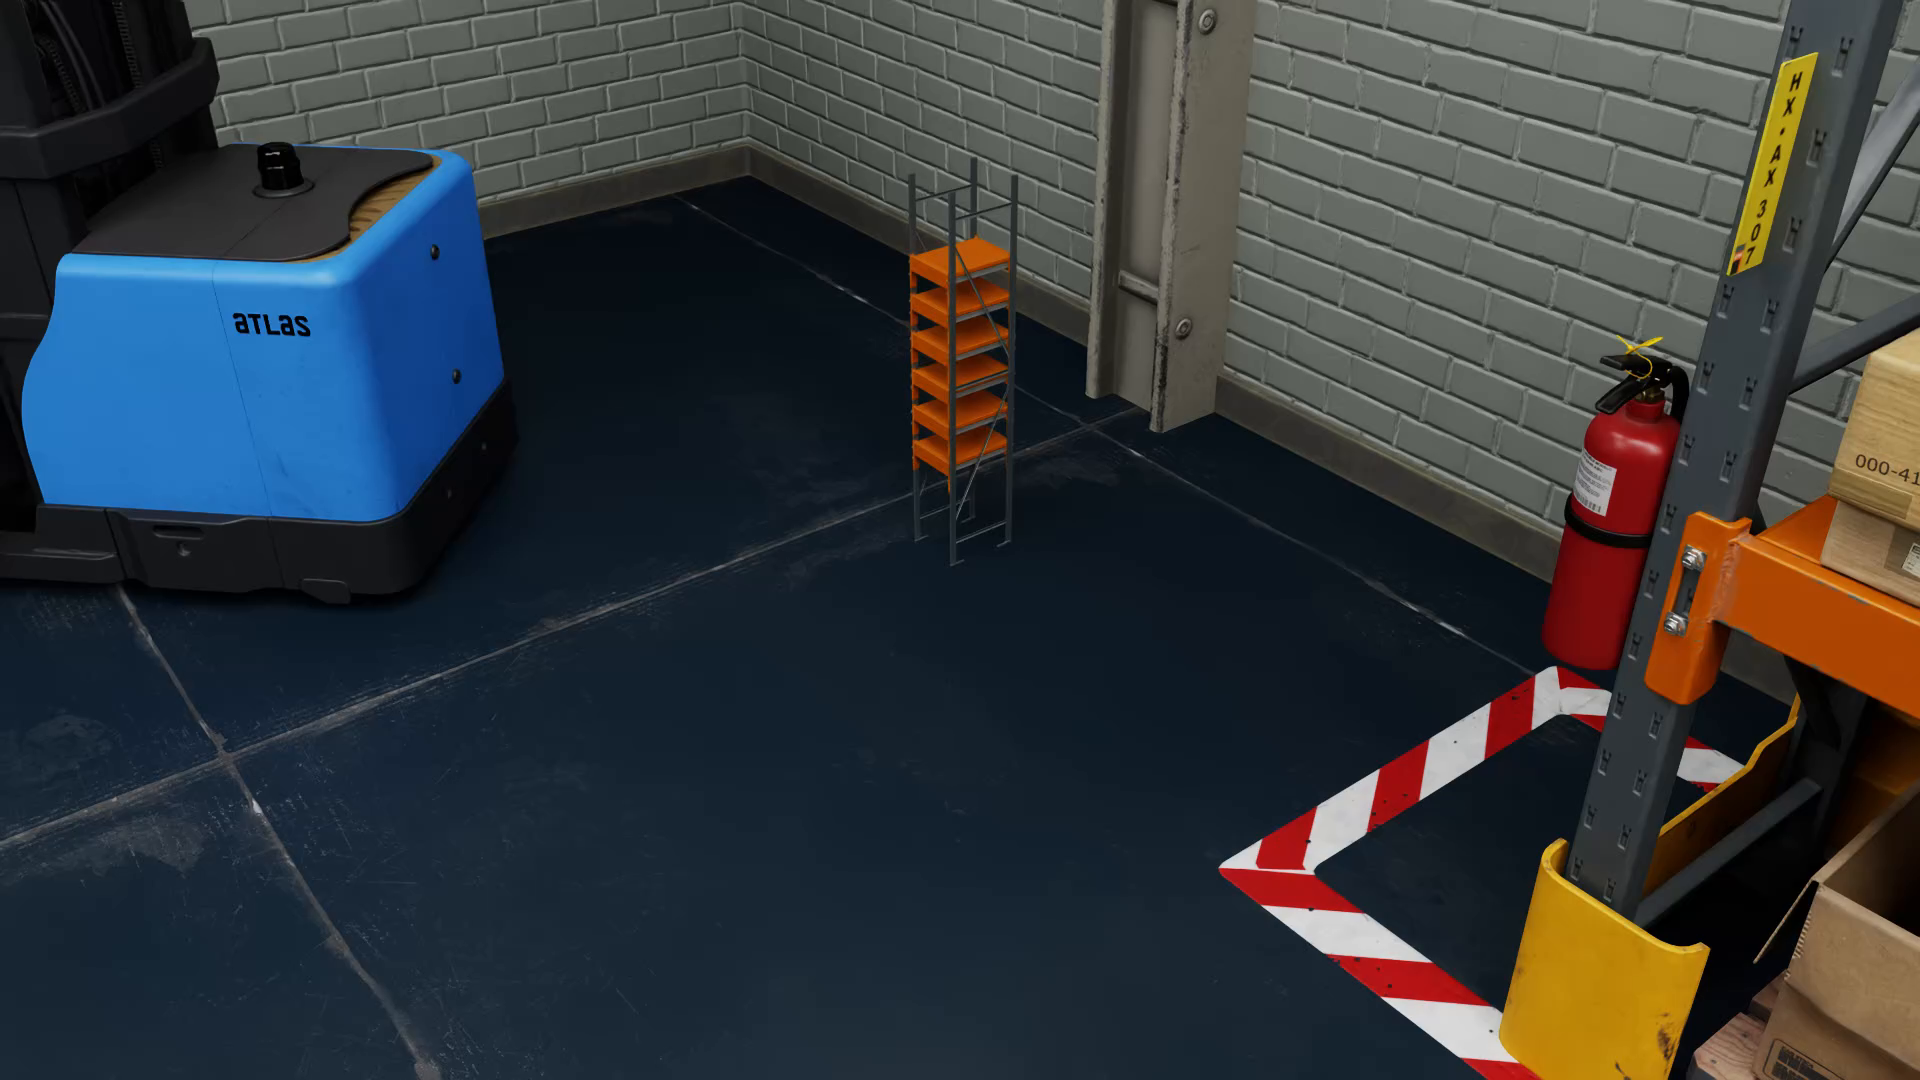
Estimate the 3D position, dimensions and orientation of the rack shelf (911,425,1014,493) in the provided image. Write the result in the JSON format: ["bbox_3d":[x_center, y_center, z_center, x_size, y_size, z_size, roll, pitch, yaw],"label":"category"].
[{"bbox_3d":[0.009,-0.262,5.074,0.258,0.103,0.180,-22,38,-31],"label":"rack shelf"}]

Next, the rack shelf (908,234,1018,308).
[{"bbox_3d":[0.009,-0.772,4.757,0.258,0.103,0.180,-22,38,-31],"label":"rack shelf"}]

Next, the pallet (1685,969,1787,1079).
[{"bbox_3d":[2.178,1.183,3.145,1.003,0.211,1.213,-22,38,-31],"label":"pallet"}]

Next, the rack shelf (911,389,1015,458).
[{"bbox_3d":[0.009,-0.364,5.010,0.258,0.103,0.180,-22,38,-31],"label":"rack shelf"}]

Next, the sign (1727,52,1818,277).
[{"bbox_3d":[1.213,-0.557,2.483,0.100,0.325,0.005,-22,38,-31],"label":"sign"}]

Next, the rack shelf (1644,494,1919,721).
[{"bbox_3d":[2.868,0.774,1.842,1.077,0.370,4.000,-22,38,-31],"label":"rack shelf"}]

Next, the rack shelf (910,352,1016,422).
[{"bbox_3d":[0.009,-0.466,4.947,0.258,0.103,0.180,-22,38,-31],"label":"rack shelf"}]

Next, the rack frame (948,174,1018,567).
[{"bbox_3d":[0.065,-0.466,4.862,0.240,1.200,0.006,-22,38,-31],"label":"rack frame"}]

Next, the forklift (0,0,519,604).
[{"bbox_3d":[-3.053,-1.381,4.695,3.031,2.935,1.130,3,32,5],"label":"forklift"}]

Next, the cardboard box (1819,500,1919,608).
[{"bbox_3d":[1.627,-0.032,2.697,0.380,0.149,0.250,-23,38,-32],"label":"cardboard box"}]

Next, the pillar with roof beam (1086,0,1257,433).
[{"bbox_3d":[-2.700,-2.936,1.448,9.100,9.000,0.400,-22,38,-31],"label":"pillar with roof beam"}]

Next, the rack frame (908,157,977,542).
[{"bbox_3d":[-0.047,-0.542,4.985,0.240,1.200,0.006,-22,38,-31],"label":"rack frame"}]

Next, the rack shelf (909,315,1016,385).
[{"bbox_3d":[0.009,-0.568,4.884,0.258,0.103,0.180,-22,38,-31],"label":"rack shelf"}]

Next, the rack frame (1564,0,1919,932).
[{"bbox_3d":[1.642,-0.365,2.995,1.000,3.000,0.127,-22,38,-31],"label":"rack frame"}]

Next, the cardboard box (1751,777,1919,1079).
[{"bbox_3d":[1.942,0.803,3.083,0.797,0.503,0.637,-24,39,-33],"label":"cardboard box"}]

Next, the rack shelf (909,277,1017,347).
[{"bbox_3d":[0.009,-0.670,4.821,0.258,0.103,0.180,-22,38,-31],"label":"rack shelf"}]

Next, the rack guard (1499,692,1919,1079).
[{"bbox_3d":[1.688,0.729,3.603,1.175,0.500,0.348,-22,38,-31],"label":"rack guard"}]

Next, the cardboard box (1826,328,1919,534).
[{"bbox_3d":[1.707,-0.151,2.511,0.500,0.250,0.500,-22,38,-31],"label":"cardboard box"}]

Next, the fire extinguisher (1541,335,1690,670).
[{"bbox_3d":[1.186,-0.085,2.971,0.296,0.674,0.183,-22,38,-31],"label":"fire extinguisher"}]

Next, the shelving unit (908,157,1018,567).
[{"bbox_3d":[0.009,-0.504,4.924,0.258,1.200,0.189,-22,38,-31],"label":"shelving unit"}]
